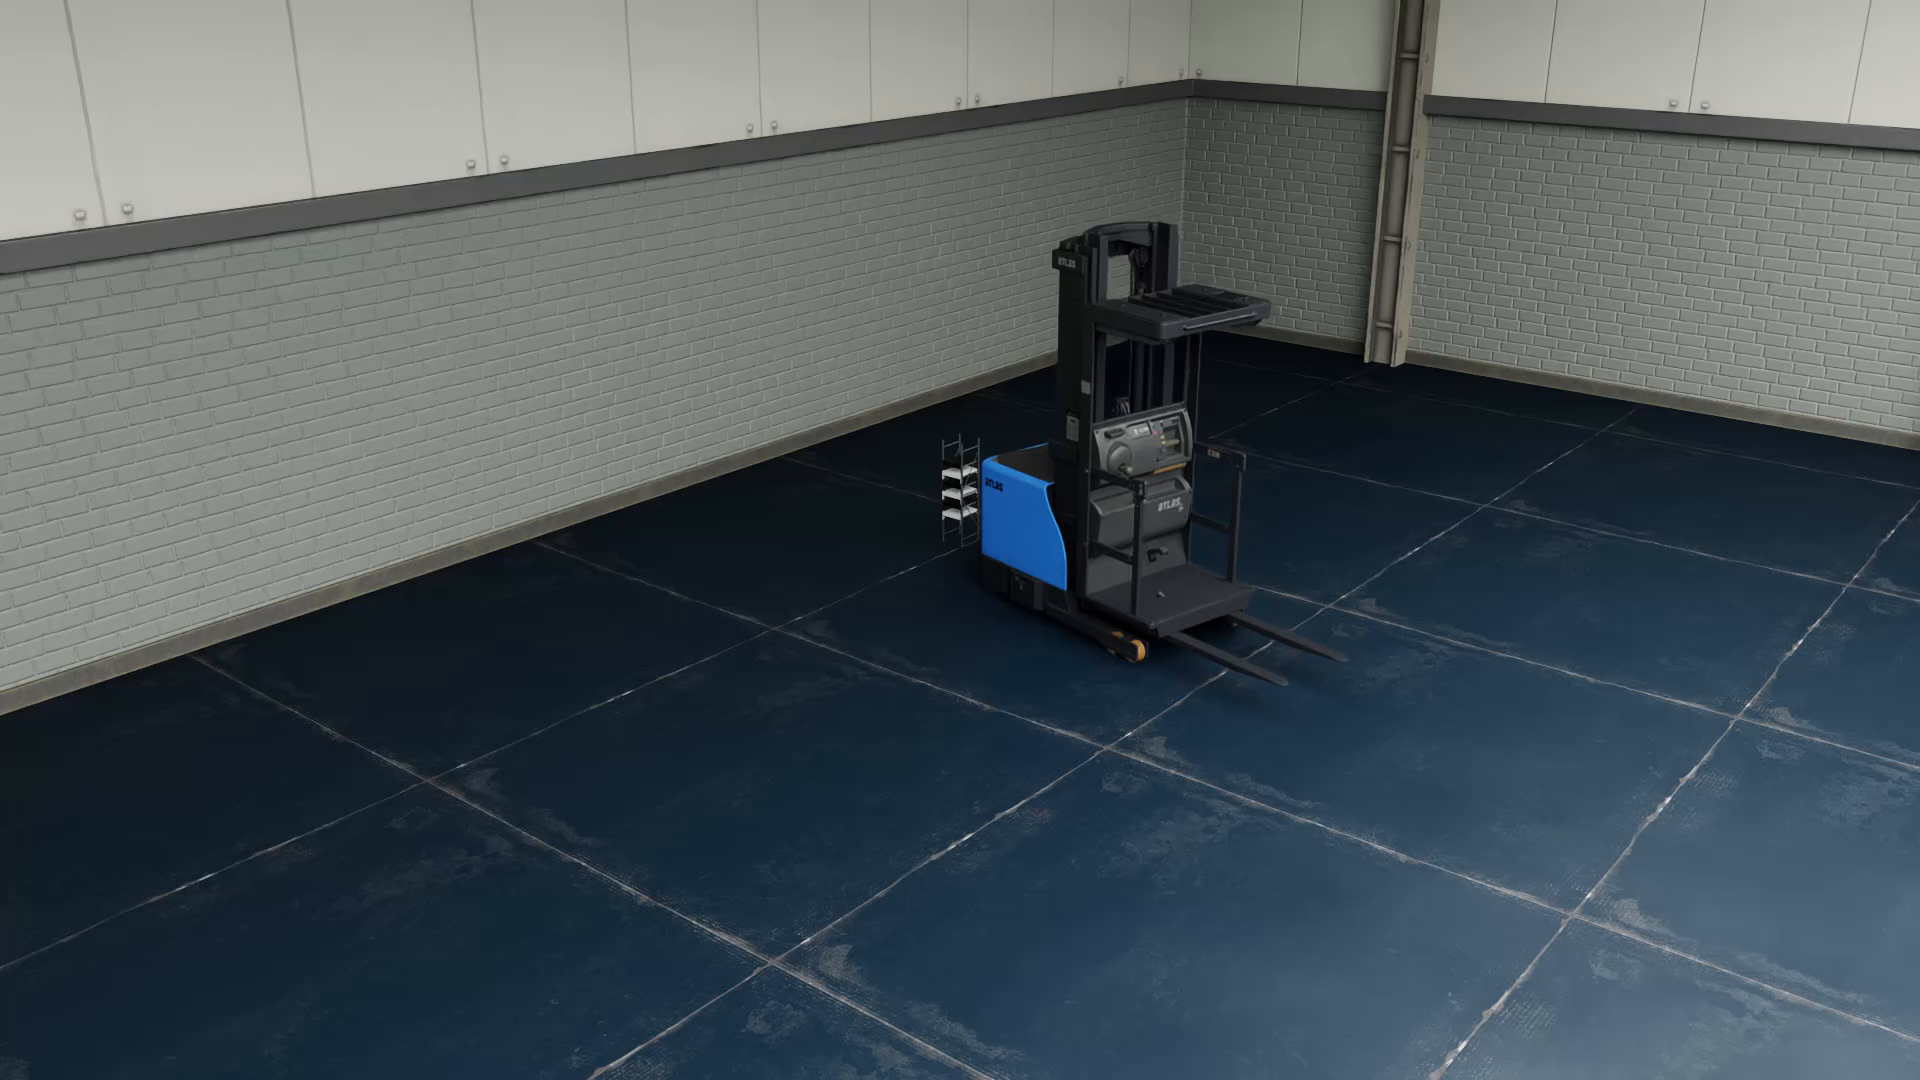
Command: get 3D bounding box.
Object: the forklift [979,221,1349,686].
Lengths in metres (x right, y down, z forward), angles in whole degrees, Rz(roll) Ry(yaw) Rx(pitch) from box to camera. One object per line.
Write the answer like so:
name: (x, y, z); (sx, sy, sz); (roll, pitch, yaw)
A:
forklift: (1.459, -0.693, 11.854); (1.130, 2.935, 3.031); (-16, 26, -36)

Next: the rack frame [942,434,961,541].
rack frame: (-0.072, -0.442, 14.067); (0.006, 0.900, 0.240); (16, 26, 36)

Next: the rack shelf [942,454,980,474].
rack shelf: (0.006, -0.641, 13.923); (0.200, 0.077, 0.258); (16, 26, 36)

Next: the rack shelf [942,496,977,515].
rack shelf: (0.006, -0.304, 14.050); (0.200, 0.077, 0.258); (16, 26, 36)

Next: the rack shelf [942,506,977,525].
rack shelf: (0.006, -0.220, 14.082); (0.200, 0.077, 0.258); (16, 26, 36)

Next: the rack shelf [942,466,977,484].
rack shelf: (0.006, -0.556, 13.955); (0.200, 0.077, 0.258); (16, 26, 36)

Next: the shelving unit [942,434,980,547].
shelving unit: (0.006, -0.419, 14.007); (0.210, 0.900, 0.258); (16, 26, 36)

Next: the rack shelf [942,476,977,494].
rack shelf: (0.006, -0.472, 13.987); (0.200, 0.077, 0.258); (16, 26, 36)

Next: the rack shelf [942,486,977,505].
rack shelf: (0.006, -0.388, 14.019); (0.200, 0.077, 0.258); (16, 26, 36)

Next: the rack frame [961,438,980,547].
rack frame: (0.085, -0.397, 13.947); (0.006, 0.900, 0.240); (16, 26, 36)

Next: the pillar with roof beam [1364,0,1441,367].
pillar with roof beam: (2.331, -5.154, 15.085); (0.400, 9.000, 9.100); (16, 26, 36)
